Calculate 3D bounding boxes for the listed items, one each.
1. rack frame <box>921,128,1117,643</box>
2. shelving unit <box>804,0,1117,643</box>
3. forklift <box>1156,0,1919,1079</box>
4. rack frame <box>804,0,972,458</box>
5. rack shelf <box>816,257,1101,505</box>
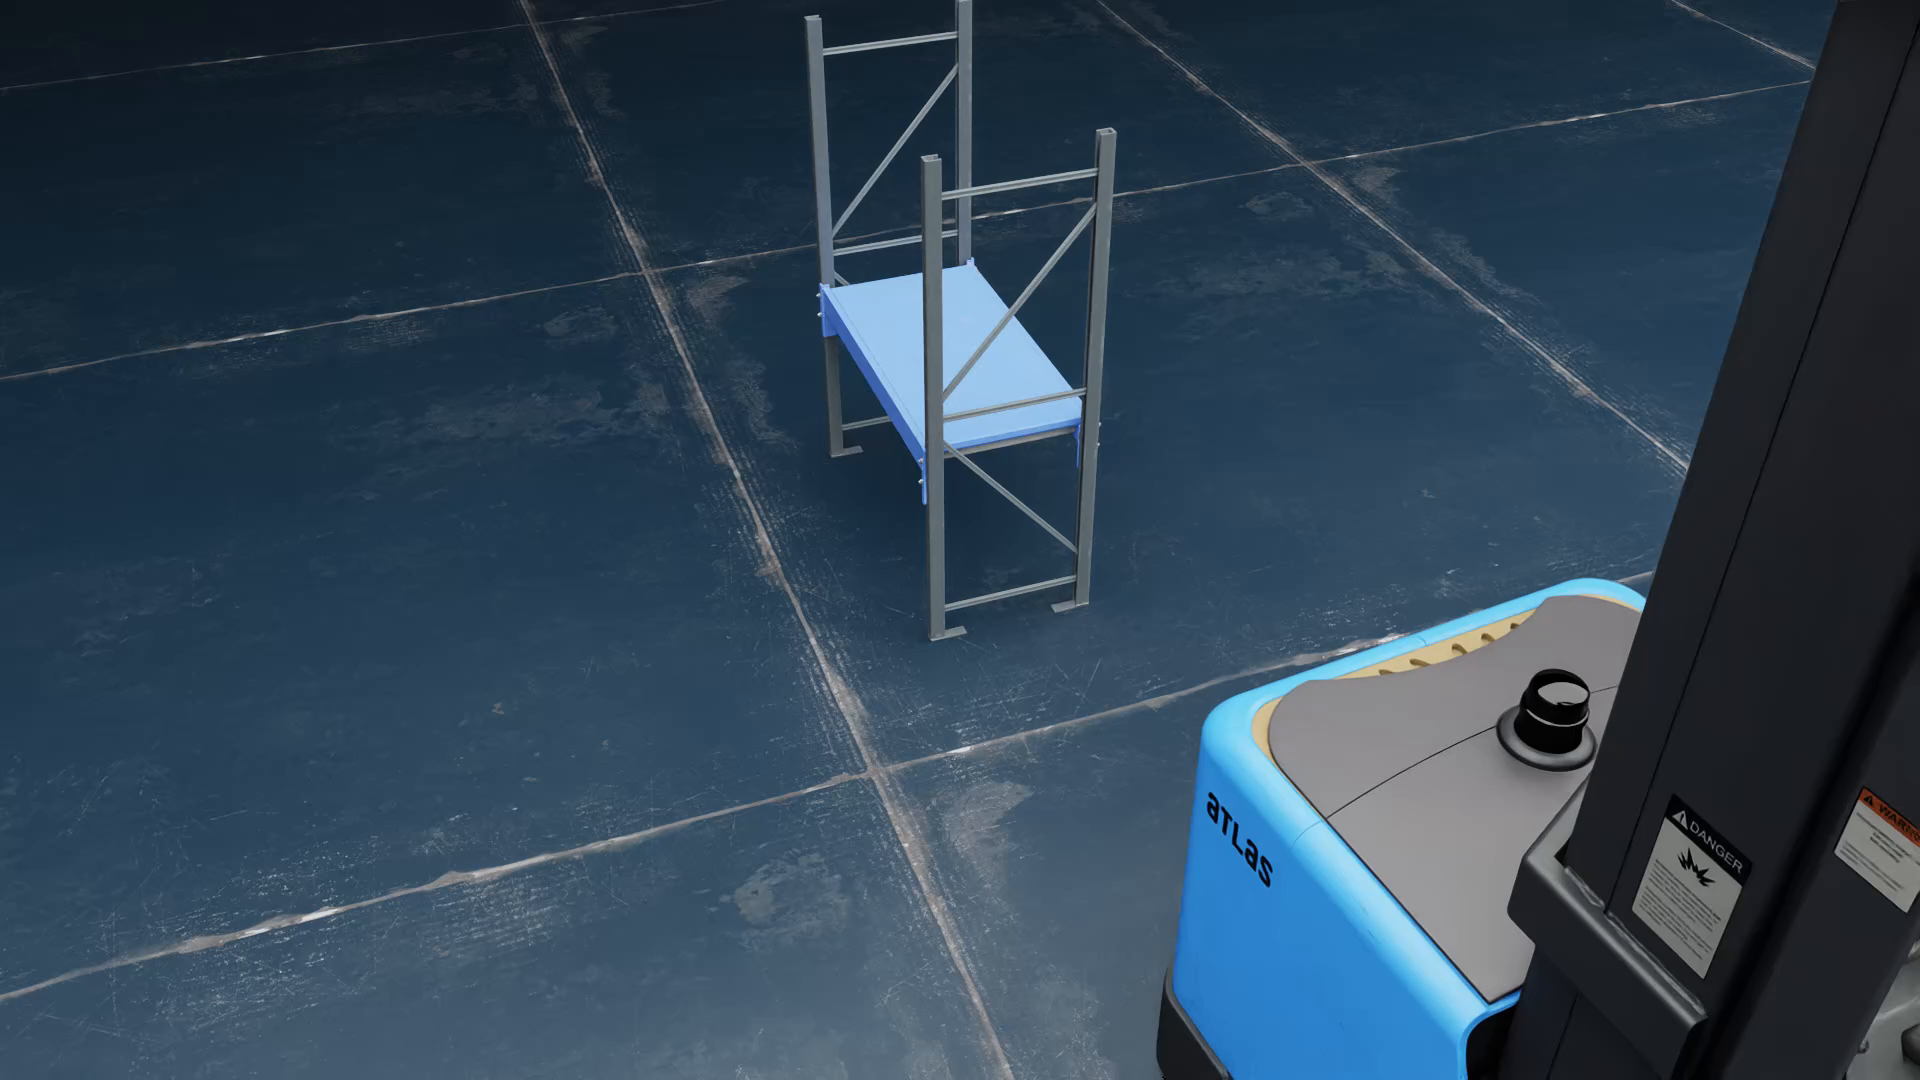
[{"bbox_3d":[0.146,-0.360,4.481,0.500,1.500,0.032,-12,39,-16],"label":"rack frame"},{"bbox_3d":[-0.029,-0.647,4.863,0.538,1.500,1.048,-12,39,-16],"label":"shelving unit"},{"bbox_3d":[1.519,0.669,1.926,1.130,2.935,3.031,-16,40,-20],"label":"forklift"},{"bbox_3d":[-0.204,-0.934,5.244,0.500,1.500,0.032,-12,39,-16],"label":"rack frame"},{"bbox_3d":[-0.029,-0.504,4.971,0.538,0.185,1.000,-12,39,-16],"label":"rack shelf"}]
